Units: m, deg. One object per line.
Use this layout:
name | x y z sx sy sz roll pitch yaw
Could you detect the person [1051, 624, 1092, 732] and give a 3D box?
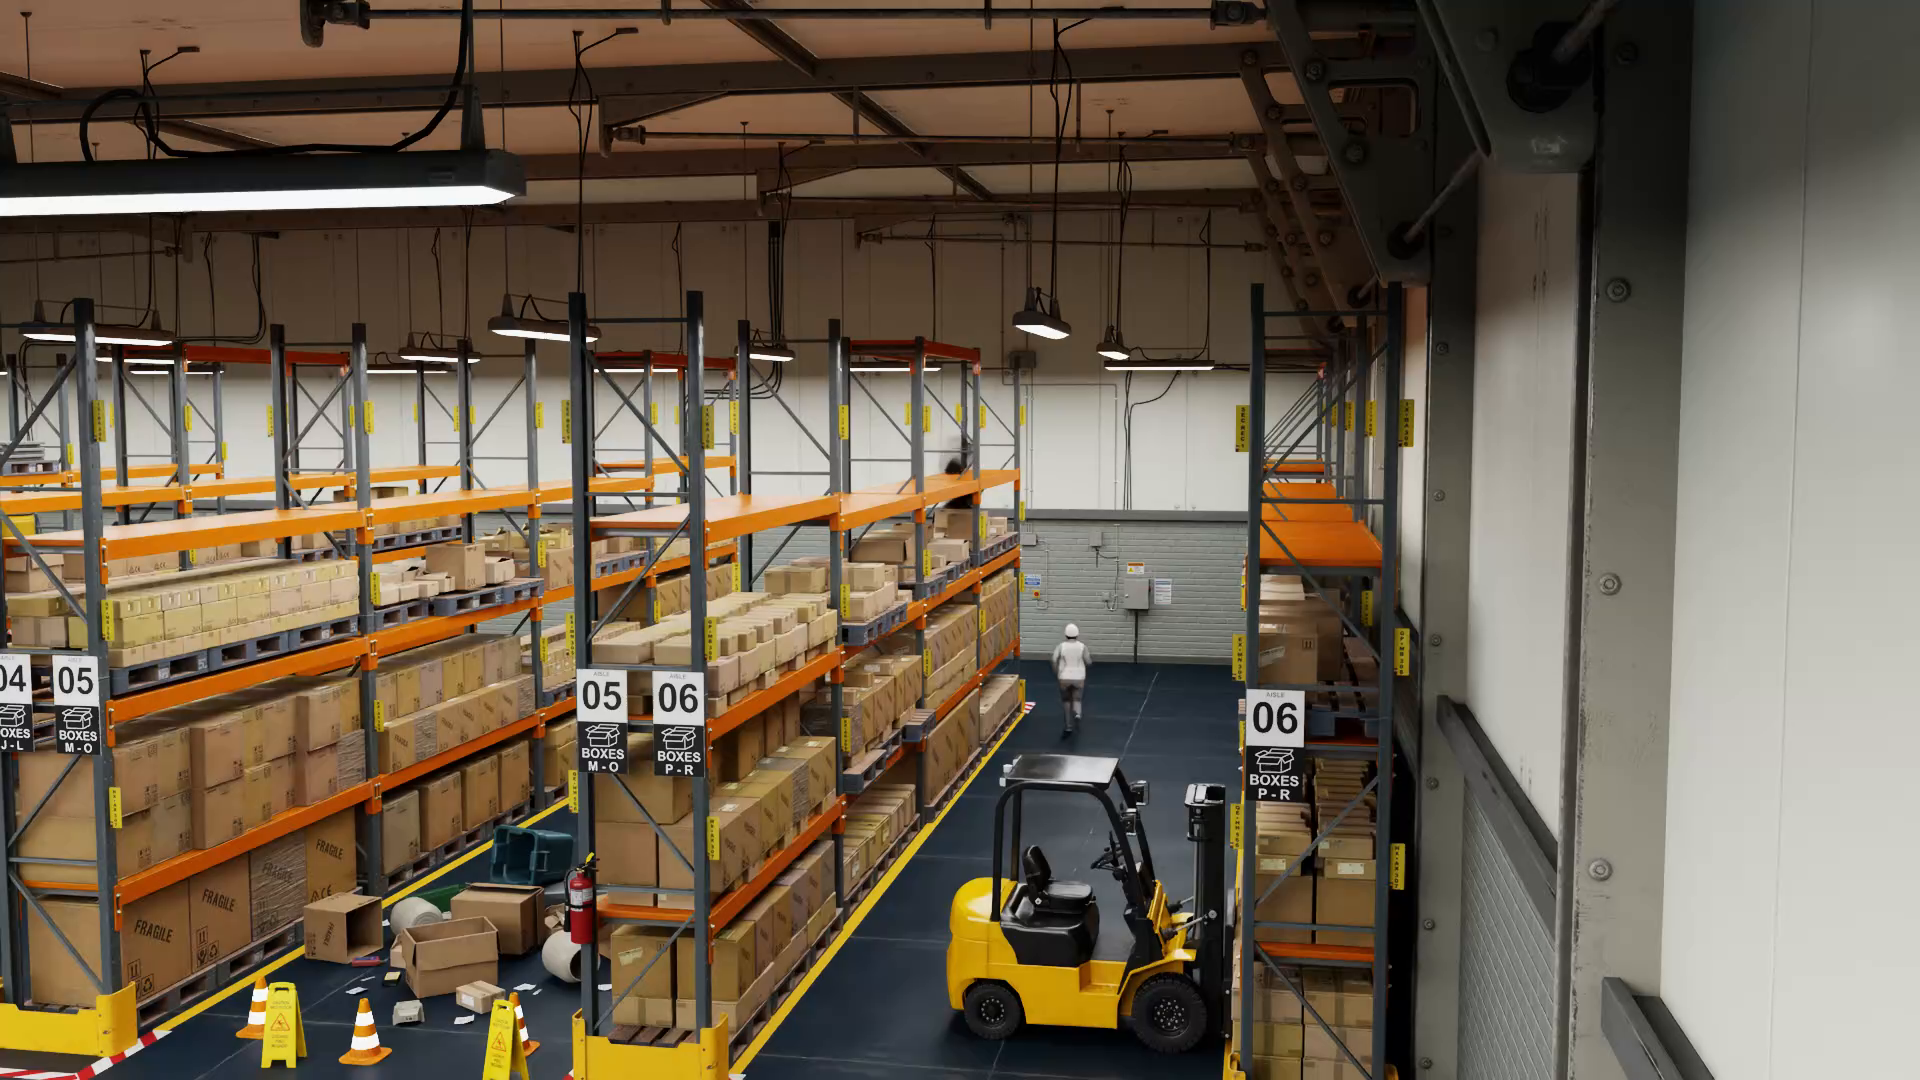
person | 1.749 2.197 26.161 0.651 1.743 0.813 0 5 2
